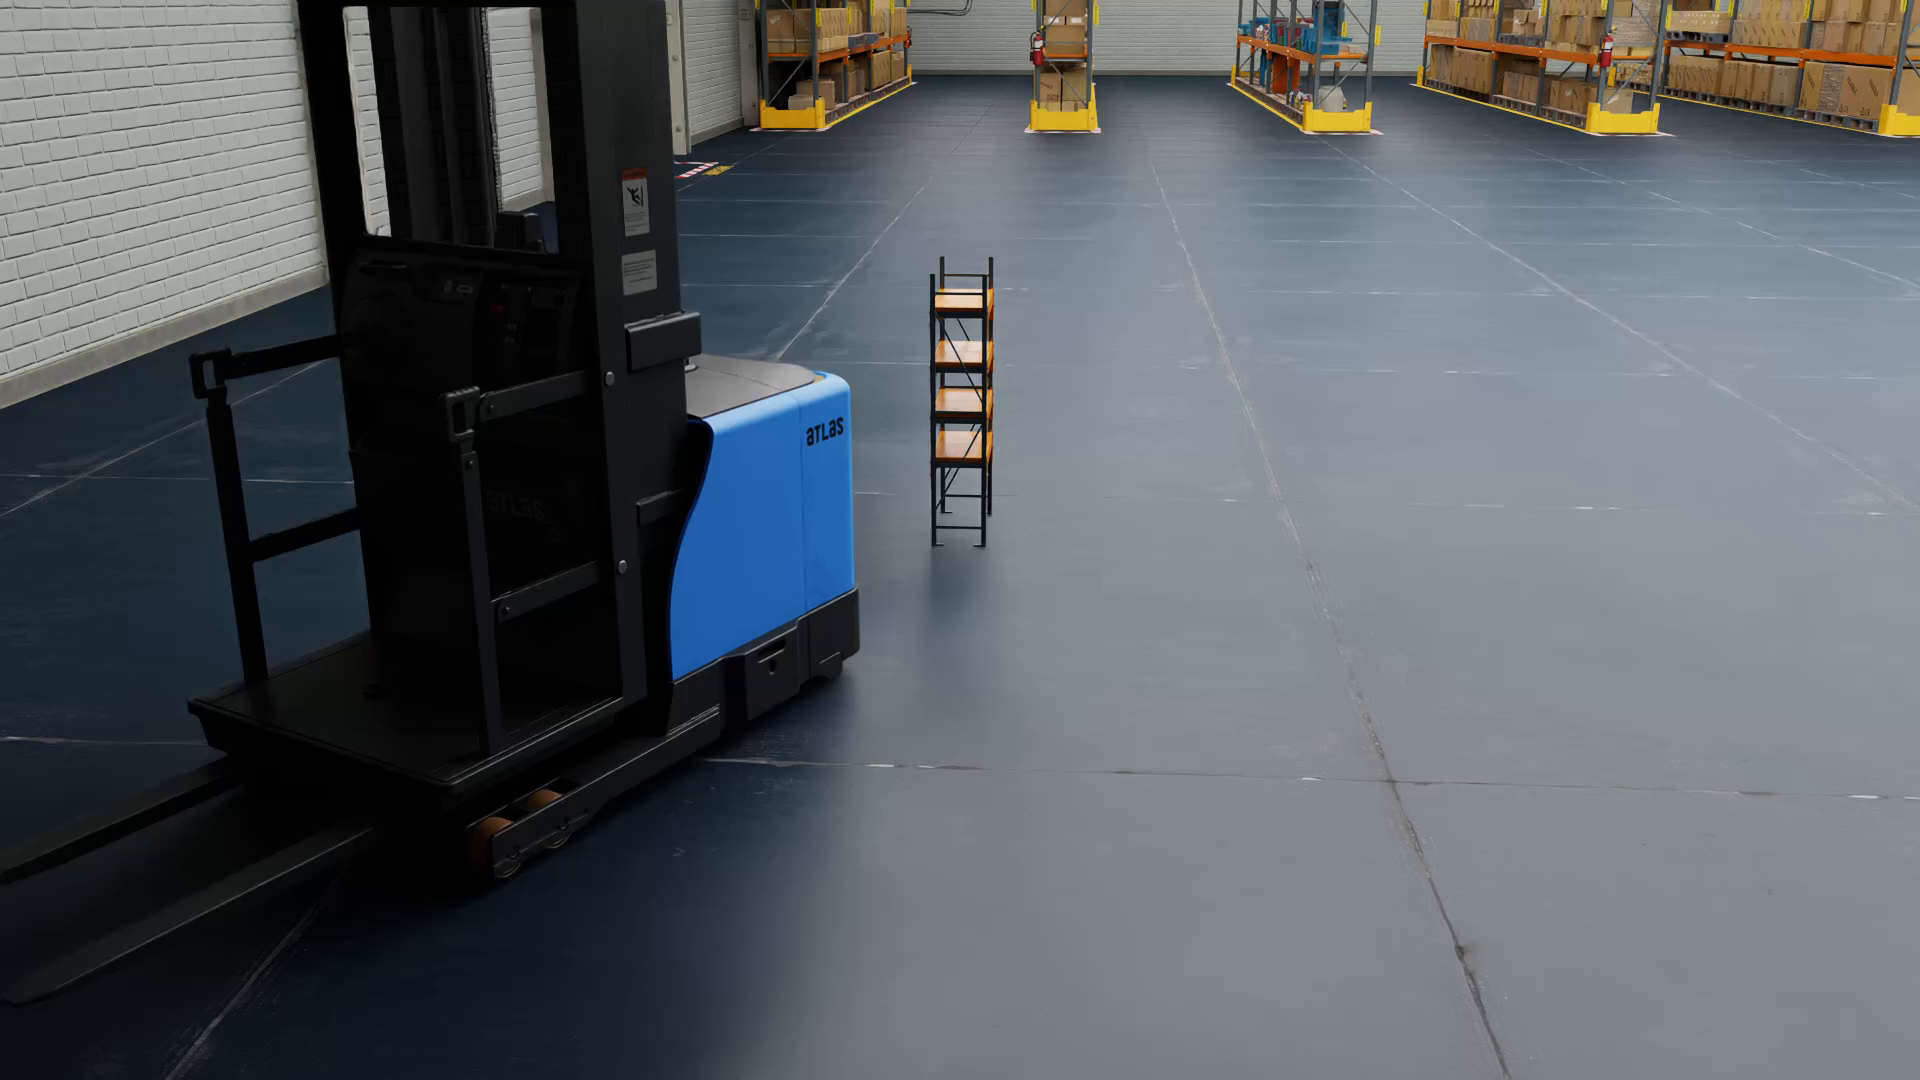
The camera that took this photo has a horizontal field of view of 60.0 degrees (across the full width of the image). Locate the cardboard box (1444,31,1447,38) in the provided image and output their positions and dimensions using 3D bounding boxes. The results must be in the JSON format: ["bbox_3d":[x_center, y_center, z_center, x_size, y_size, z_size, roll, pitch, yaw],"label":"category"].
[{"bbox_3d":[12.369,-12.685,41.723,0.380,0.149,0.250,2,18,5],"label":"cardboard box"}]

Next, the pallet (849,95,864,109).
[{"bbox_3d":[-2.656,-9.527,36.158,1.003,0.211,1.213,1,18,4],"label":"pallet"}]

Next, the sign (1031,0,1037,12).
[{"bbox_3d":[1.320,-9.558,29.534,0.100,0.325,0.005,1,18,4],"label":"sign"}]

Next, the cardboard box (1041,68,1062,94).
[{"bbox_3d":[1.729,-8.922,32.373,0.500,0.500,0.500,1,18,4],"label":"cardboard box"}]

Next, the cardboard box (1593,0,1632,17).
[{"bbox_3d":[11.533,-9.496,29.343,0.500,0.500,0.500,1,18,4],"label":"cardboard box"}]

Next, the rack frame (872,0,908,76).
[{"bbox_3d":[-1.934,-13.957,45.201,1.000,3.000,0.127,1,18,4],"label":"rack frame"}]

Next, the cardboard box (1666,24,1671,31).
[{"bbox_3d":[17.054,-12.209,39.595,0.380,0.149,0.250,0,18,1],"label":"cardboard box"}]

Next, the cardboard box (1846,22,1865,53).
[{"bbox_3d":[16.842,-9.210,30.471,0.875,0.550,0.500,1,18,4],"label":"cardboard box"}]

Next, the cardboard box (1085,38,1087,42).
[{"bbox_3d":[2.644,-10.958,36.452,0.380,0.149,0.250,1,18,4],"label":"cardboard box"}]

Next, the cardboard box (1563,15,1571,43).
[{"bbox_3d":[11.927,-9.637,31.378,0.875,0.500,0.500,1,18,4],"label":"cardboard box"}]

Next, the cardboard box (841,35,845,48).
[{"bbox_3d":[-2.570,-9.860,32.906,0.500,0.250,0.500,1,18,4],"label":"cardboard box"}]

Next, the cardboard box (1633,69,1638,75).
[{"bbox_3d":[17.478,-11.989,42.620,0.380,0.149,0.250,0,18,1],"label":"cardboard box"}]

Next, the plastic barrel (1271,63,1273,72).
[{"bbox_3d":[7.473,-10.808,38.788,0.600,0.588,0.708,1,18,4],"label":"plastic barrel"}]

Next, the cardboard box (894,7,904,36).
[{"bbox_3d":[-2.002,-13.715,43.980,0.980,0.700,0.700,1,18,3],"label":"cardboard box"}]

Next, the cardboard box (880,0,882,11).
[{"bbox_3d":[-2.118,-12.643,39.317,0.500,0.250,0.500,1,18,3],"label":"cardboard box"}]

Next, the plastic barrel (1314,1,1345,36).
[{"bbox_3d":[7.417,-10.360,33.419,0.600,0.901,0.708,1,18,4],"label":"plastic barrel"}]

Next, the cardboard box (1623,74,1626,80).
[{"bbox_3d":[17.533,-12.089,43.405,0.380,0.149,0.250,1,18,4],"label":"cardboard box"}]

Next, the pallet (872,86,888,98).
[{"bbox_3d":[-2.286,-10.768,39.948,1.003,0.211,1.213,1,18,4],"label":"pallet"}]

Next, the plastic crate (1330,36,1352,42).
[{"bbox_3d":[7.278,-9.589,32.107,0.499,0.251,0.616,1,18,4],"label":"plastic crate"}]

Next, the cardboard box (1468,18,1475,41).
[{"bbox_3d":[12.247,-11.982,39.012,0.500,0.500,0.500,1,18,3],"label":"cardboard box"}]

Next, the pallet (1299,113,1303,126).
[{"bbox_3d":[6.822,-7.718,30.639,1.003,0.211,1.213,1,18,4],"label":"pallet"}]

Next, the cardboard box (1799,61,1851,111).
[{"bbox_3d":[16.852,-8.752,32.055,0.875,0.875,0.875,2,18,5],"label":"cardboard box"}]

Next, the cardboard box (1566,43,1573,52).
[{"bbox_3d":[11.617,-9.253,31.247,0.380,0.149,0.250,1,18,4],"label":"cardboard box"}]

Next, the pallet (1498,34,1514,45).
[{"bbox_3d":[12.369,-10.826,35.953,1.213,0.211,1.003,1,18,4],"label":"pallet"}]

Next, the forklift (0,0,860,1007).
[{"bbox_3d":[-1.554,-0.625,4.624,1.130,2.935,3.031,11,21,29],"label":"forklift"}]

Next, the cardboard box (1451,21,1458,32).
[{"bbox_3d":[12.370,-12.596,40.810,0.500,0.250,0.500,1,18,3],"label":"cardboard box"}]

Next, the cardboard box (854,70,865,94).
[{"bbox_3d":[-2.508,-10.269,37.253,0.700,0.500,0.500,2,18,5],"label":"cardboard box"}]

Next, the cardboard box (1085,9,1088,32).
[{"bbox_3d":[2.622,-12.088,38.662,0.700,0.500,0.500,5,19,14],"label":"cardboard box"}]

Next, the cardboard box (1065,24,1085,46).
[{"bbox_3d":[1.939,-9.234,30.625,0.700,0.500,0.500,2,18,5],"label":"cardboard box"}]

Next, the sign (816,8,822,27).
[{"bbox_3d":[-2.540,-9.387,29.864,0.100,0.325,0.005,1,18,4],"label":"sign"}]

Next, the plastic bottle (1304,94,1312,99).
[{"bbox_3d":[6.721,-8.496,32.202,0.152,0.276,0.135,1,18,4],"label":"plastic bottle"}]

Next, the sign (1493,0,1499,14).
[{"bbox_3d":[11.760,-11.702,36.460,0.100,0.325,0.005,1,18,4],"label":"sign"}]

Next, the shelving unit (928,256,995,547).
[{"bbox_3d":[0.012,-0.622,7.393,0.258,1.200,0.503,1,18,4],"label":"shelving unit"}]

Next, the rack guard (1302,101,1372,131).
[{"bbox_3d":[6.759,-7.603,29.825,1.175,0.500,0.348,1,18,4],"label":"rack guard"}]

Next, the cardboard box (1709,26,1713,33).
[{"bbox_3d":[16.850,-11.319,36.880,0.380,0.149,0.250,1,18,4],"label":"cardboard box"}]

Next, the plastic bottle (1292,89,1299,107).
[{"bbox_3d":[6.602,-8.659,32.580,0.144,0.351,0.185,1,18,2],"label":"plastic bottle"}]

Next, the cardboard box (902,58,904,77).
[{"bbox_3d":[-1.885,-12.749,44.854,0.700,0.500,0.500,1,18,4],"label":"cardboard box"}]

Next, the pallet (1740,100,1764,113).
[{"bbox_3d":[17.032,-9.052,34.711,1.003,0.211,1.213,1,18,4],"label":"pallet"}]

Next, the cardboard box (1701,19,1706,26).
[{"bbox_3d":[16.887,-11.626,37.338,0.380,0.149,0.250,1,18,4],"label":"cardboard box"}]

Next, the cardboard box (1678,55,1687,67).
[{"bbox_3d":[17.188,-11.220,38.983,0.500,0.250,0.500,2,18,5],"label":"cardboard box"}]

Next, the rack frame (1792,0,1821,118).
[{"bbox_3d":[16.967,-9.756,32.381,1.000,3.000,0.127,1,18,4],"label":"rack frame"}]

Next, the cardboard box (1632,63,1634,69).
[{"bbox_3d":[17.441,-12.127,42.565,0.380,0.149,0.250,2,18,6],"label":"cardboard box"}]

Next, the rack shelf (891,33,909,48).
[{"bbox_3d":[-2.078,-12.994,43.417,1.077,0.370,4.000,1,18,4],"label":"rack shelf"}]

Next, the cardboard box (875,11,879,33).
[{"bbox_3d":[-2.171,-11.978,38.492,0.500,0.500,0.500,2,18,6],"label":"cardboard box"}]

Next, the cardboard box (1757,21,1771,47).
[{"bbox_3d":[16.844,-10.443,34.317,0.500,0.500,0.500,1,18,3],"label":"cardboard box"}]

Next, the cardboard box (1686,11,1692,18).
[{"bbox_3d":[16.962,-12.090,38.277,0.380,0.149,0.250,2,18,6],"label":"cardboard box"}]

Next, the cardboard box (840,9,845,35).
[{"bbox_3d":[-2.550,-10.216,32.787,0.500,0.500,0.500,1,18,4],"label":"cardboard box"}]

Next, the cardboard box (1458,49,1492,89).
[{"bbox_3d":[12.511,-11.096,39.207,1.225,0.875,0.875,1,18,2],"label":"cardboard box"}]

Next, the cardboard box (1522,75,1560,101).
[{"bbox_3d":[12.185,-9.431,34.697,0.700,0.500,0.500,0,18,-1],"label":"cardboard box"}]

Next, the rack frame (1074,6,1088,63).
[{"bbox_3d":[2.720,-12.605,41.075,1.000,3.000,0.127,1,18,4],"label":"rack frame"}]

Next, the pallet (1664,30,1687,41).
[{"bbox_3d":[17.341,-11.916,39.279,1.003,0.211,1.213,1,18,4],"label":"pallet"}]

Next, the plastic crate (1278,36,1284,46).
[{"bbox_3d":[6.930,-10.455,34.855,0.450,0.188,0.662,1,18,4],"label":"plastic crate"}]
